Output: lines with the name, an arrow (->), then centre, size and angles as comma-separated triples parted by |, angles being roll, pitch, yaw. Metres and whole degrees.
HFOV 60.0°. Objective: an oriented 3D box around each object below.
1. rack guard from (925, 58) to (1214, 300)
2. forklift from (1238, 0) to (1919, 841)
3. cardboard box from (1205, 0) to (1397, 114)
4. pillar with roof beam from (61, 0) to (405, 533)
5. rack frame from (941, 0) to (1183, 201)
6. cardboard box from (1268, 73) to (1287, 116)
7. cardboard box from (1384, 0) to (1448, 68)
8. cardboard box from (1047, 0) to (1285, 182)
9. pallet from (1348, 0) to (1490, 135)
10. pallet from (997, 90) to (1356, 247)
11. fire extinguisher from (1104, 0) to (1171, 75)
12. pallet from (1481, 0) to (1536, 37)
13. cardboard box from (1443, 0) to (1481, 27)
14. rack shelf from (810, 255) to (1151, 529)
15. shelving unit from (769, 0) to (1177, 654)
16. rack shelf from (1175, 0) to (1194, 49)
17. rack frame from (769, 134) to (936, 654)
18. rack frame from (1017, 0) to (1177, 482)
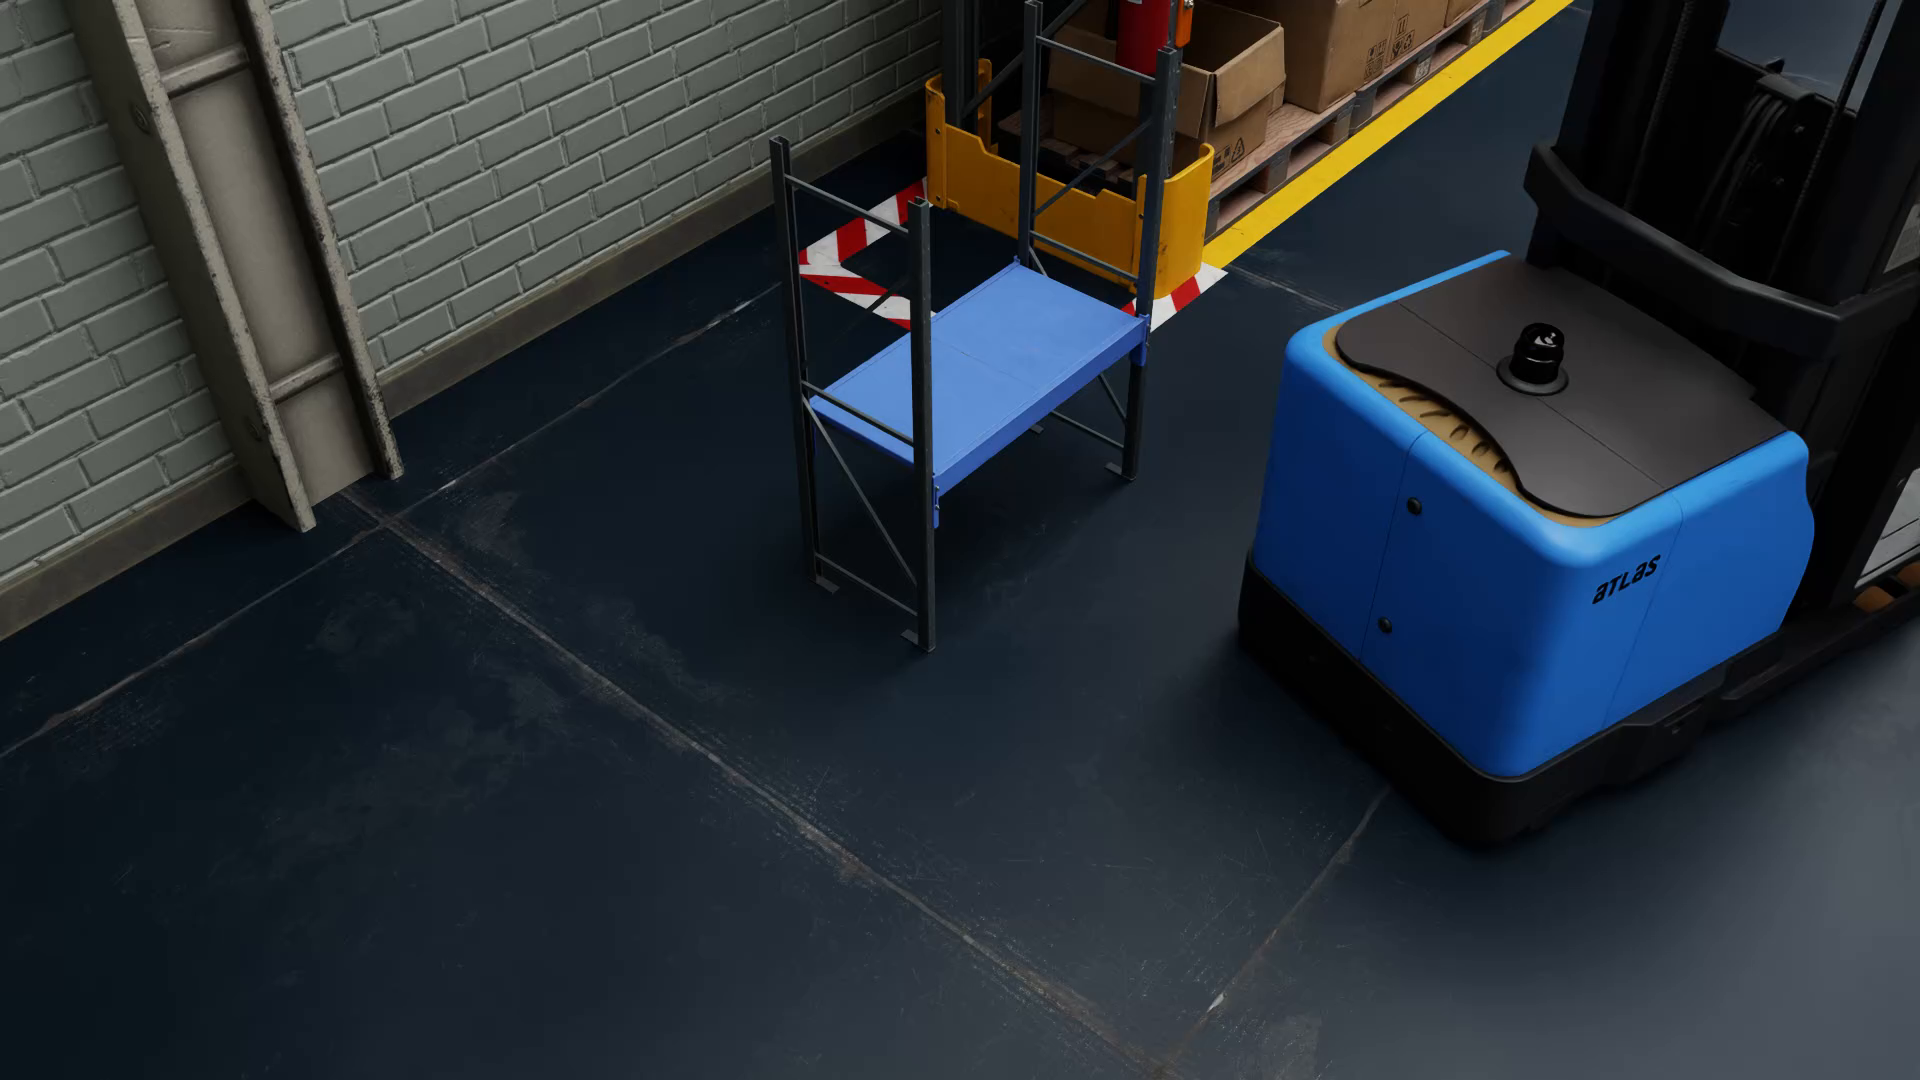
rack guard -> 0.397, -1.411, 6.430 | 1.175, 0.500, 0.348 | 29, 50, 28
forklift -> 2.341, -1.063, 4.240 | 3.031, 2.935, 1.130 | -23, 47, -23
cardboard box -> 1.394, -2.224, 7.012 | 0.700, 0.500, 0.500 | 32, 51, 30
pillar with roof beam -> 1.218, -1.654, 0.380 | 9.100, 9.000, 0.400 | 29, 50, 28
rack frame -> 0.348, -2.296, 5.546 | 1.000, 3.000, 0.127 | 29, 50, 28
cardboard box -> 1.118, -1.873, 6.887 | 0.380, 0.149, 0.250 | 28, 49, 27
cardboard box -> 1.811, -2.453, 7.264 | 0.500, 0.500, 0.500 | 30, 50, 29
cardboard box -> 0.815, -1.802, 6.546 | 0.797, 0.503, 0.637 | 28, 49, 27
pallet -> 1.695, -2.340, 7.667 | 1.003, 0.211, 1.213 | 29, 50, 28
pallet -> 0.910, -1.715, 6.979 | 1.003, 0.211, 1.213 | 29, 50, 28
fire extinguisher -> 0.607, -1.854, 5.394 | 0.296, 0.674, 0.183 | 29, 50, 28
pallet -> 2.480, -2.971, 8.361 | 1.003, 0.211, 1.213 | 29, 50, 28
cardboard box -> 2.063, -2.759, 7.600 | 0.700, 0.500, 0.500 | 28, 49, 27
rack shelf -> 0.055, -0.466, 4.915 | 0.538, 0.185, 1.000 | 29, 50, 28
shelving unit -> 0.055, -0.599, 4.794 | 0.538, 1.500, 1.048 | 29, 50, 28
rack shelf -> 1.635, -3.060, 6.920 | 1.077, 0.370, 4.000 | 29, 50, 28
rack frame -> -0.272, -0.337, 4.506 | 0.500, 1.500, 0.032 | 29, 50, 28
rack frame -> 0.382, -0.861, 5.082 | 0.500, 1.500, 0.032 | 29, 50, 28
